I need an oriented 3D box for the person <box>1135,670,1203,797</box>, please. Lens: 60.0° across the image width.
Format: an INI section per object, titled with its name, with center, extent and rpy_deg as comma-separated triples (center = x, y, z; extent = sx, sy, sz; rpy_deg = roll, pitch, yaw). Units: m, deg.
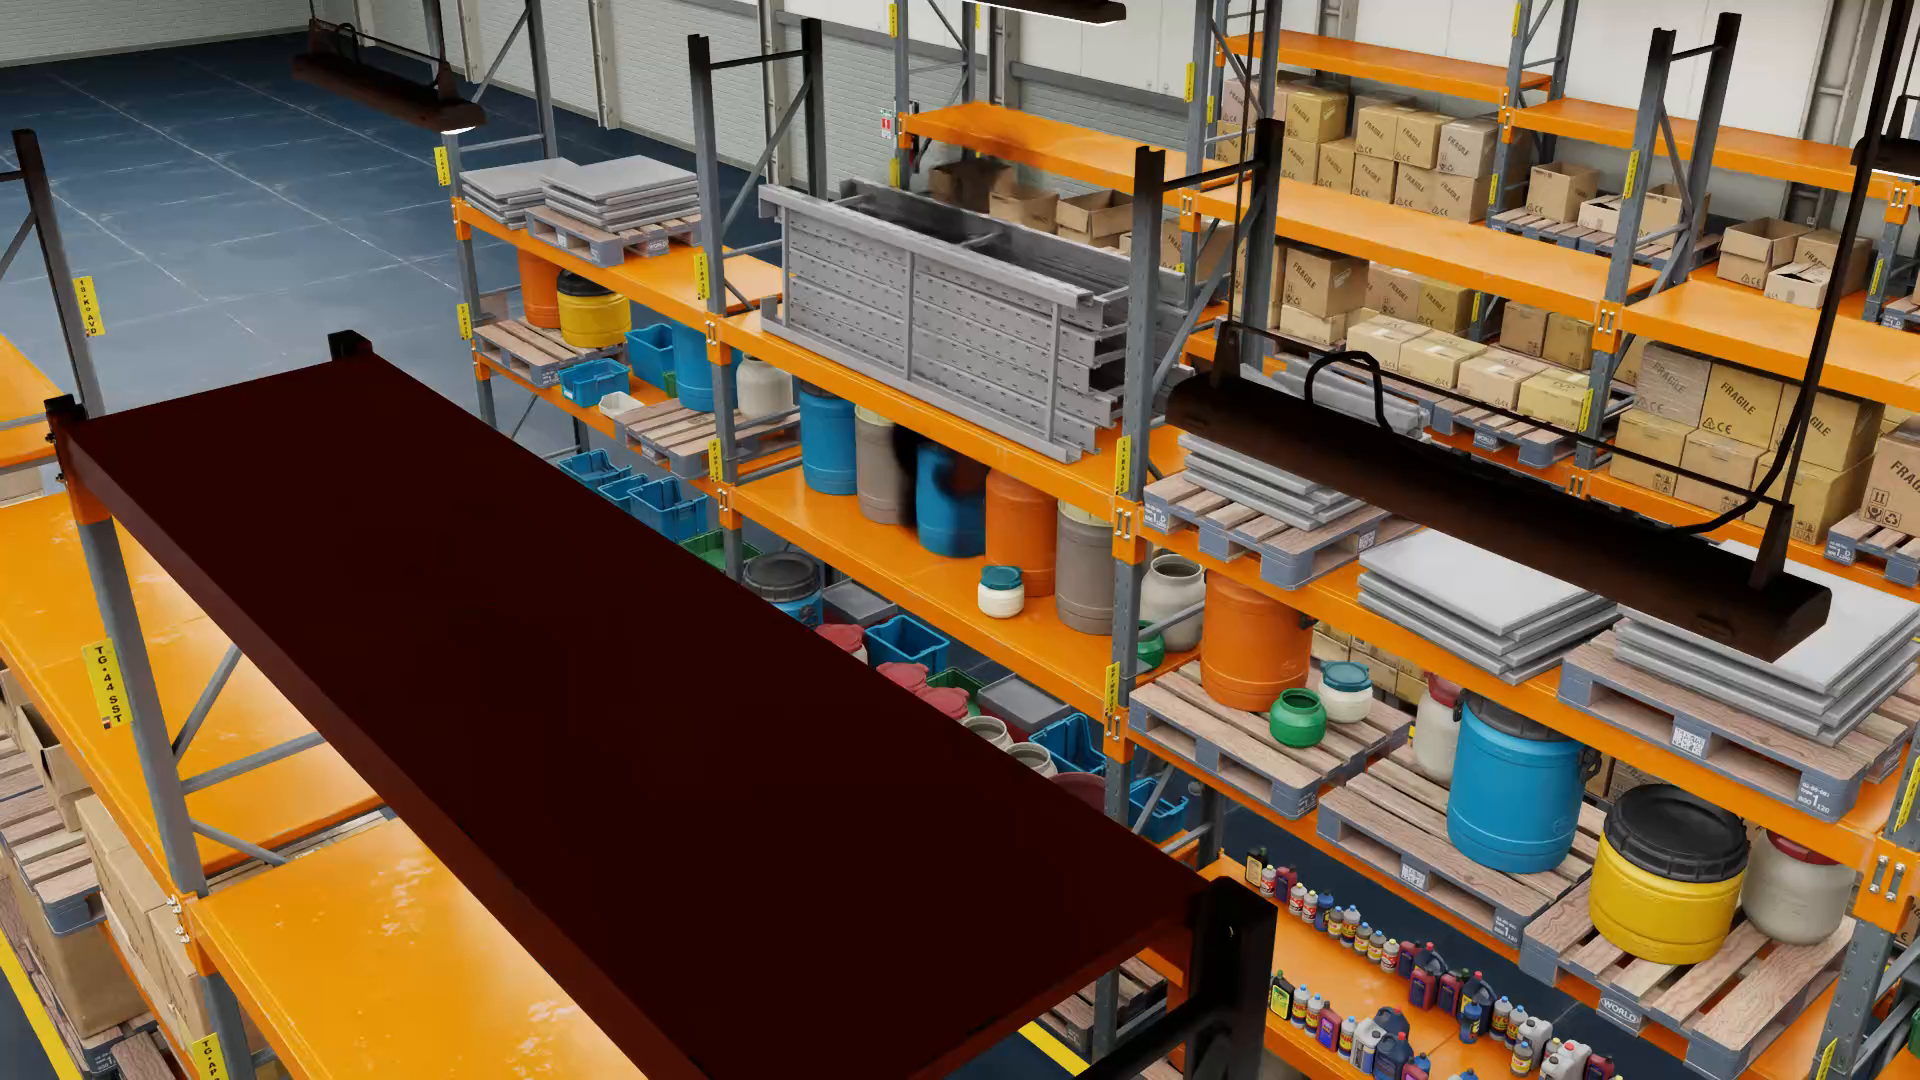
[person]
center = 1.677, 1.241, 12.714
extent = 0.581, 1.790, 0.737
rpy_deg = -18, 32, -31
